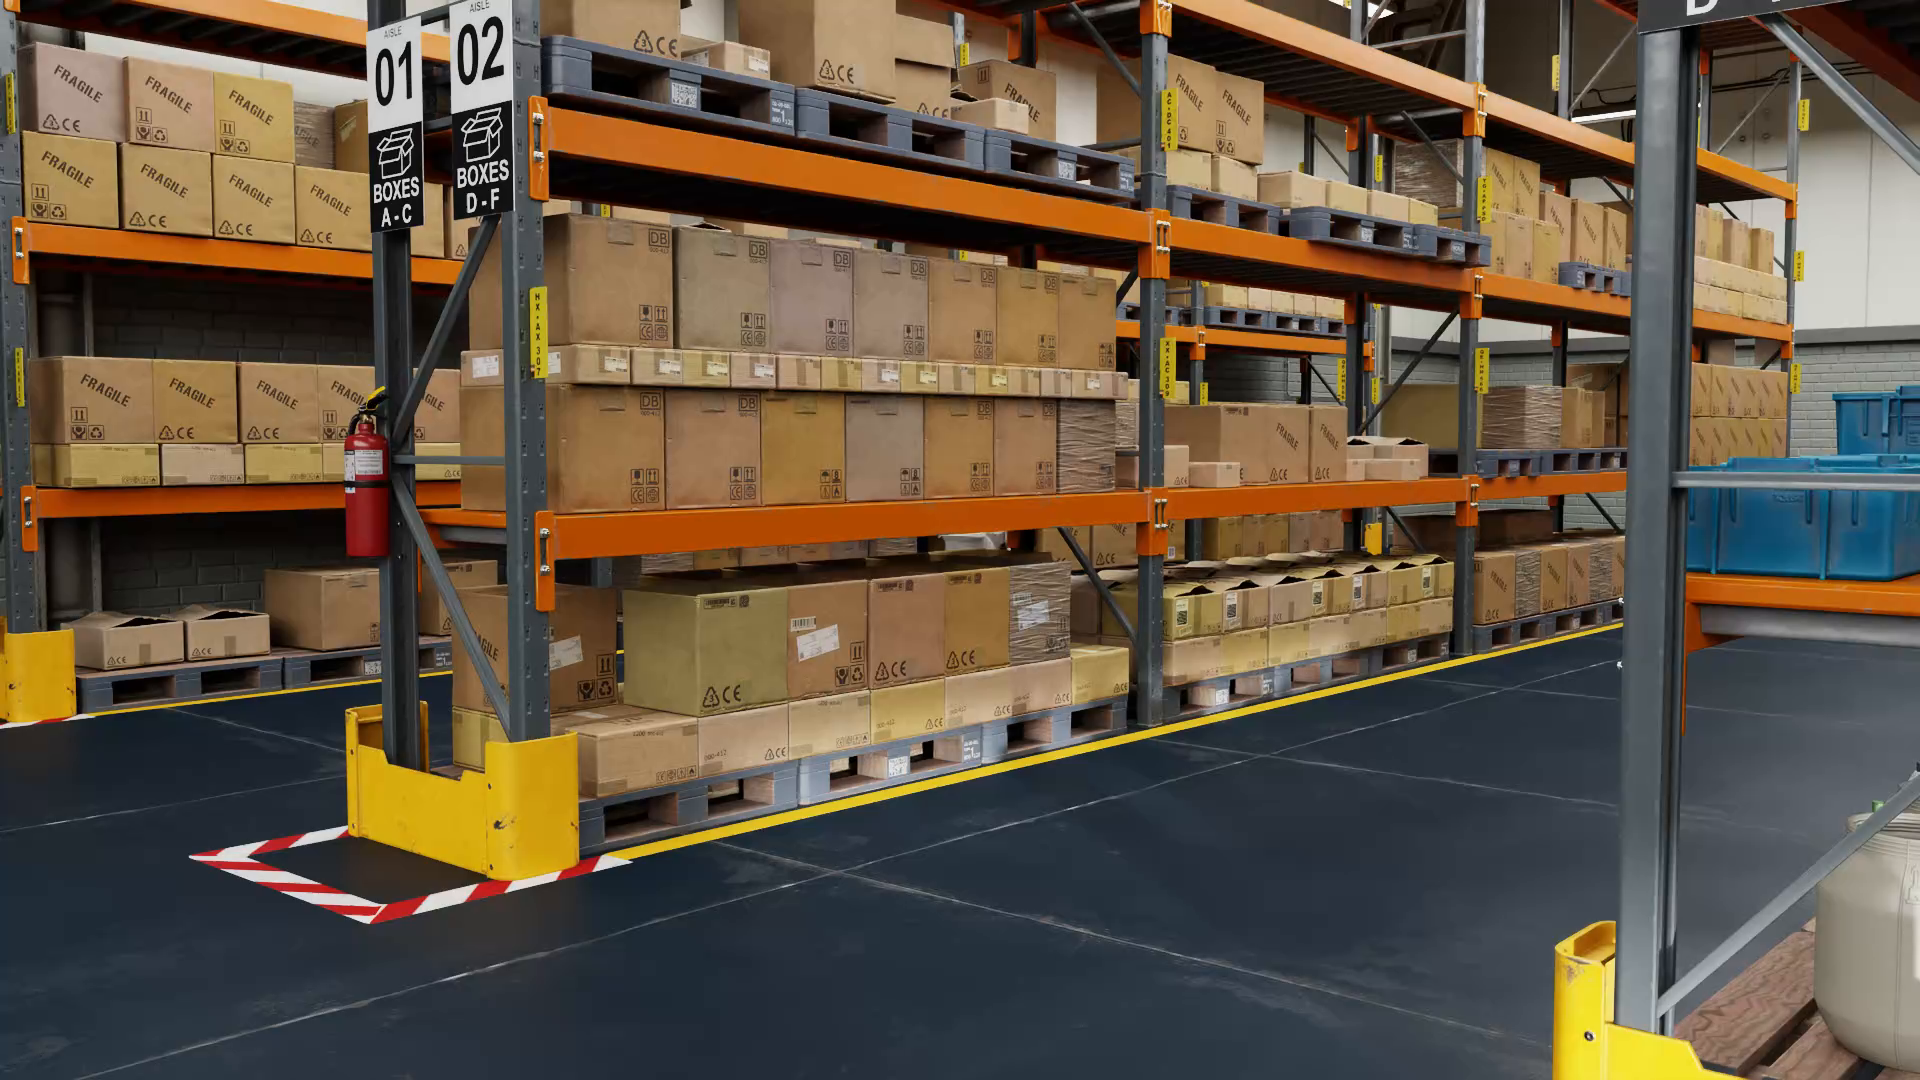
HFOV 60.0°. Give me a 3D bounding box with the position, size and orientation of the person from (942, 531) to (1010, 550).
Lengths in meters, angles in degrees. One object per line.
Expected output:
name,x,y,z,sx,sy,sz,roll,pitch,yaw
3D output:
person,0.224,0.243,13.525,0.519,1.048,0.960,3,4,38
